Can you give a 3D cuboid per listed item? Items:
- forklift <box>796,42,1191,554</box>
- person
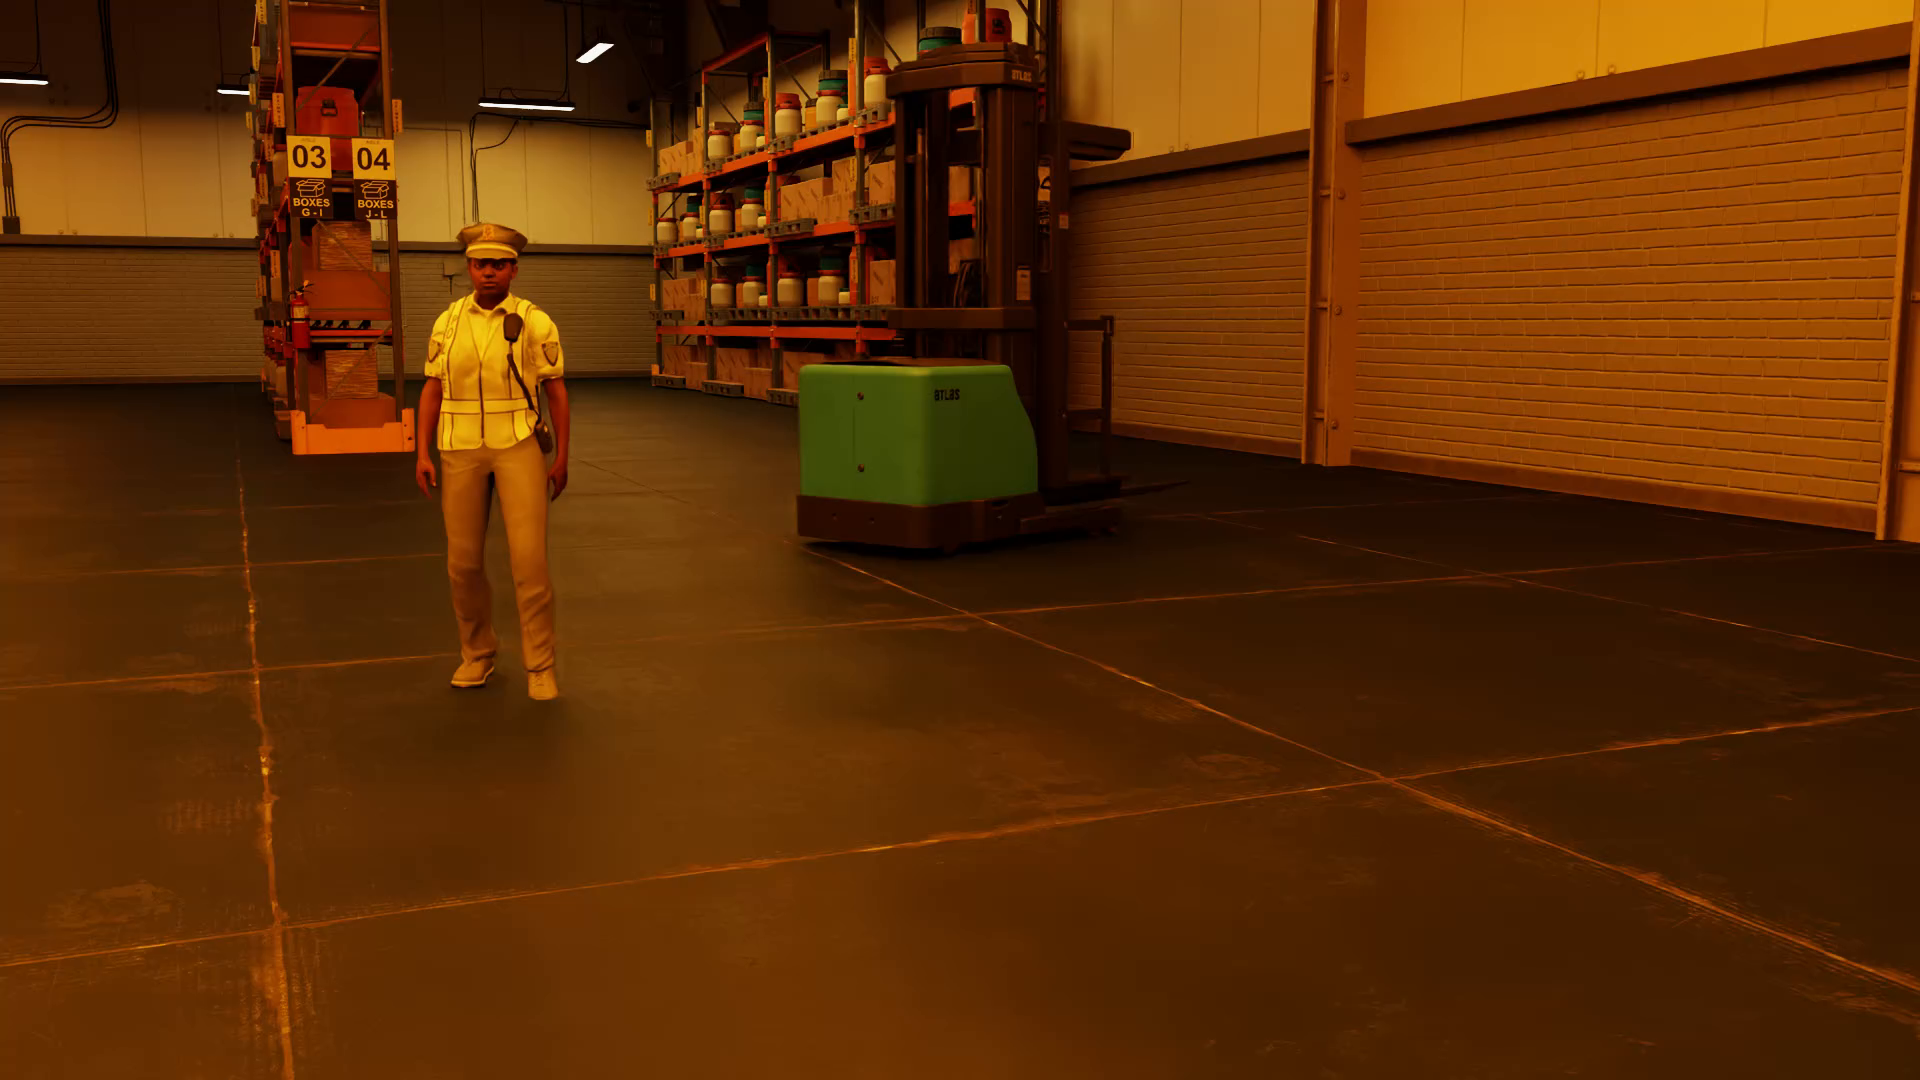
[{"bbox_3d":[0.371,-1.521,10.475,1.130,2.935,3.031,6,10,40],"label":"forklift"},{"bbox_3d":[-1.693,-0.266,5.983,0.532,1.716,0.480,0,8,-1],"label":"person"}]
